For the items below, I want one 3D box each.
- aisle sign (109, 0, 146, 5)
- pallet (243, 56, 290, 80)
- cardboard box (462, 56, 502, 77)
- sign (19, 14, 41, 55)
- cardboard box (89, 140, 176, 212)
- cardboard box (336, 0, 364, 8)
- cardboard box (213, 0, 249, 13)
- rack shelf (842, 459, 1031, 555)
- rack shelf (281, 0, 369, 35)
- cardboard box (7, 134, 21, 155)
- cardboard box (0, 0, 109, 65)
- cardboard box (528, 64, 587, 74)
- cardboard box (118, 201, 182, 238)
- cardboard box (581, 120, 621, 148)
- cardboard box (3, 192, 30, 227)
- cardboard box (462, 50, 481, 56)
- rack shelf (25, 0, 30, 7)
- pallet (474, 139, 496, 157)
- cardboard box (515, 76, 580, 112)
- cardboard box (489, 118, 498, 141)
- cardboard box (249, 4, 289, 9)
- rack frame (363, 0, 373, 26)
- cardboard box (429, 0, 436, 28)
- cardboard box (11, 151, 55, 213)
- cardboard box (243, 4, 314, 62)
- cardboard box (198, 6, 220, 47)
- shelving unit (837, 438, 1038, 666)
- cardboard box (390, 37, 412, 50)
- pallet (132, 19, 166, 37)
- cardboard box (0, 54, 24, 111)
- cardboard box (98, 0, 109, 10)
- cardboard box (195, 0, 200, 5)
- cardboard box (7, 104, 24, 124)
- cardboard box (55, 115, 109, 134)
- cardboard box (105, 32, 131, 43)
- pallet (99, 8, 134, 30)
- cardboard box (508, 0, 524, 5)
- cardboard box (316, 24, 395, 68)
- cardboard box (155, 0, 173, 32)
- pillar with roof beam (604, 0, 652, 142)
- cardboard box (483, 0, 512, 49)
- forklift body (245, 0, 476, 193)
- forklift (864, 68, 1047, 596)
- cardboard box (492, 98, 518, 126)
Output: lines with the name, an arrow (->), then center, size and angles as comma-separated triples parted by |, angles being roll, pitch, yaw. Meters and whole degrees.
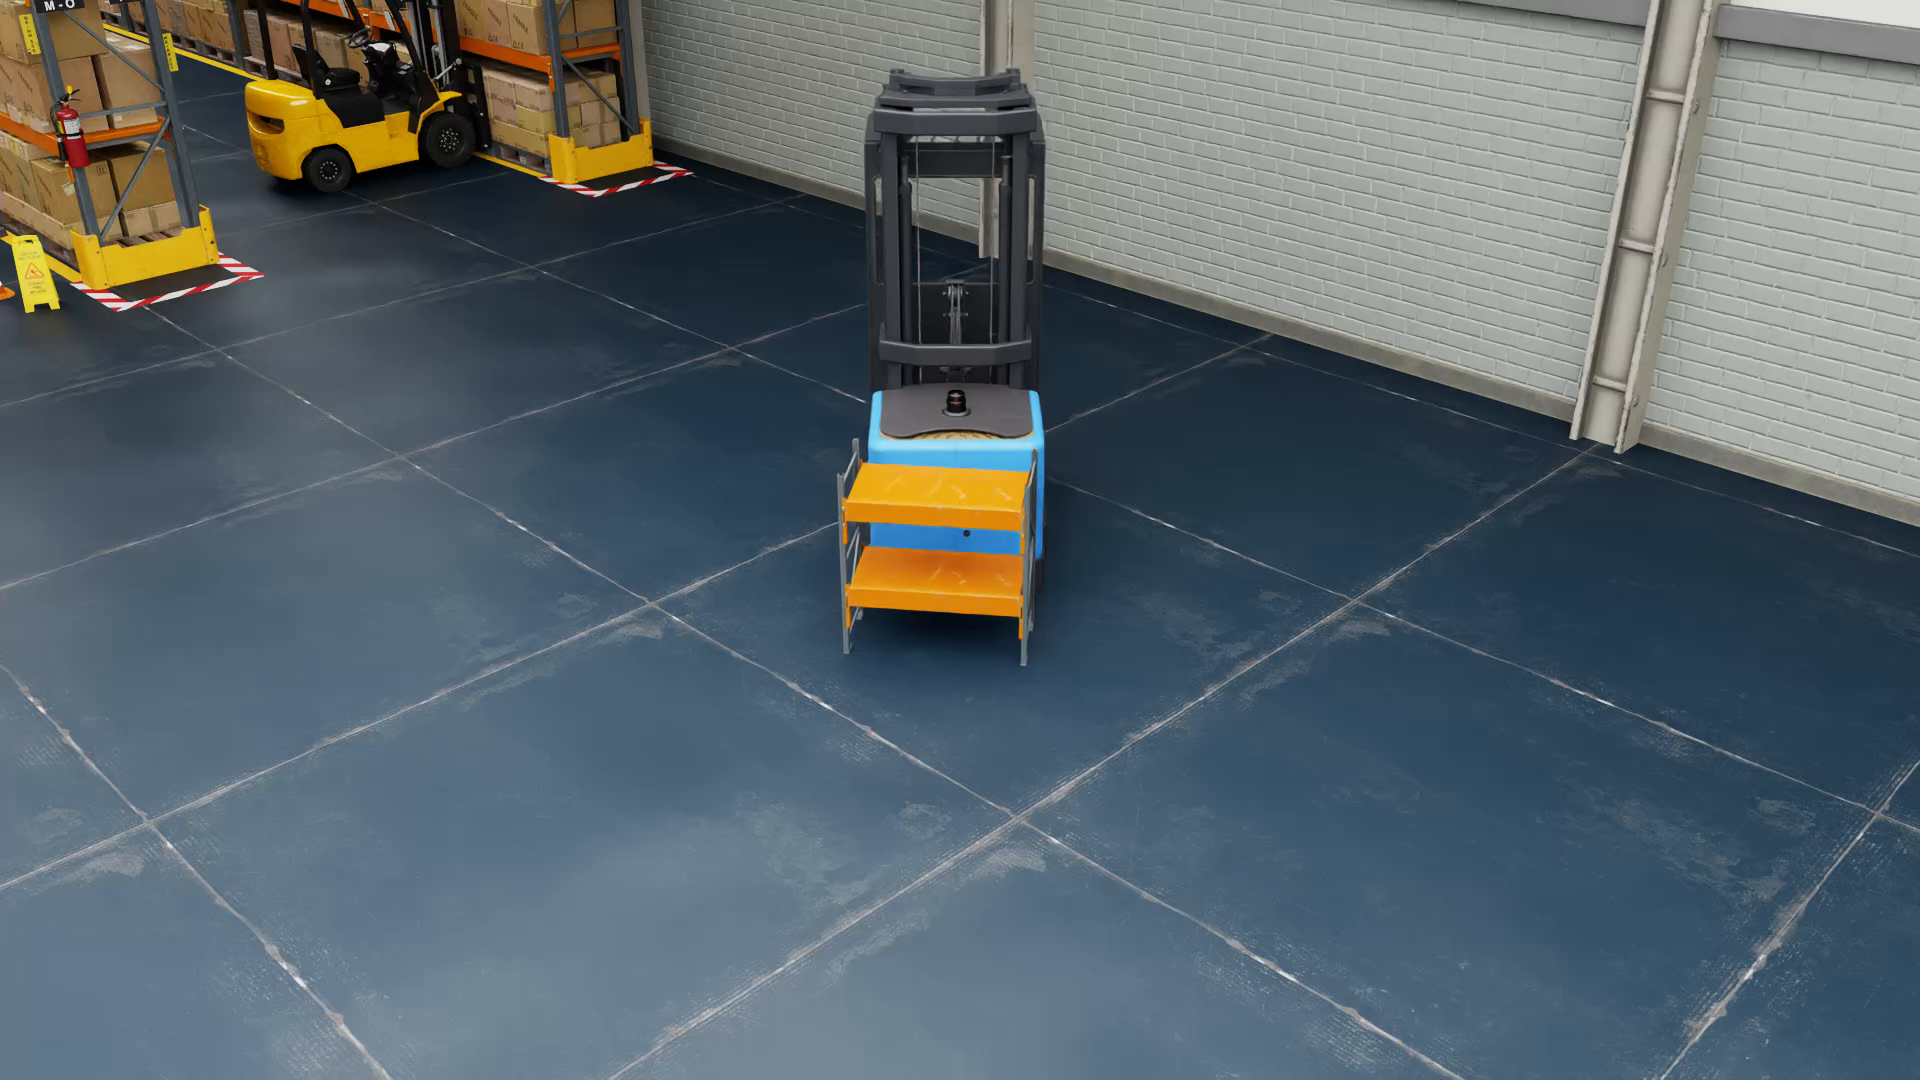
aisle sign -> -7.205, -5.035, 14.303 | 0.004, 0.787, 0.394 | 25, 36, 38
pallet -> -9.134, -6.545, 22.964 | 1.213, 0.211, 1.003 | 25, 36, 38
cardboard box -> -5.627, -5.403, 19.224 | 0.500, 0.250, 0.500 | 24, 36, 37
sign -> -7.870, -4.277, 14.070 | 0.005, 0.325, 0.100 | 25, 36, 38
cardboard box -> -7.865, -3.465, 15.808 | 0.500, 0.500, 0.500 | 23, 36, 37
cardboard box -> -7.384, -6.767, 20.551 | 0.500, 0.250, 0.500 | -24, 36, -38
cardboard box -> -10.224, -7.505, 23.330 | 0.250, 0.149, 0.380 | 23, 35, 36
rack shelf -> -0.114, -0.191, 9.268 | 1.000, 0.278, 0.538 | 3, 28, 6
rack shelf -> -8.268, -7.090, 21.777 | 4.000, 0.370, 1.077 | 25, 36, 38
cardboard box -> -8.707, -3.745, 15.644 | 0.380, 0.149, 0.250 | -25, 36, -38
cardboard box -> -7.984, -4.515, 14.605 | 0.500, 0.500, 0.700 | 24, 36, 37
cardboard box -> -4.558, -5.243, 18.921 | 0.500, 0.250, 0.500 | 25, 36, 38
cardboard box -> -7.848, -3.126, 15.968 | 0.500, 0.250, 0.500 | 24, 36, 38
cardboard box -> -4.202, -4.645, 18.857 | 0.500, 0.250, 0.500 | 25, 37, 39
cardboard box -> -8.973, -3.286, 16.273 | 0.500, 0.250, 0.500 | 23, 35, 37
cardboard box -> -5.632, -5.741, 19.867 | 0.500, 0.250, 0.500 | 25, 37, 39
rack shelf -> -8.893, -5.464, 15.461 | 4.000, 0.370, 1.077 | 25, 36, 38
pallet -> -5.430, -4.850, 19.740 | 1.213, 0.211, 1.003 | 25, 36, 38
cardboard box -> -4.536, -4.909, 18.285 | 0.500, 0.250, 0.500 | -24, 36, -38
cardboard box -> -5.244, -4.800, 19.151 | 0.500, 0.250, 0.500 | -25, 37, -39
cardboard box -> -9.798, -7.371, 23.773 | 0.500, 0.500, 0.500 | -24, 36, -37
rack frame -> -6.842, -6.756, 20.368 | 0.127, 3.000, 1.000 | 25, 36, 38
cardboard box -> -5.963, -6.239, 19.279 | 0.500, 0.500, 0.500 | 24, 36, 38
cardboard box -> -8.595, -3.447, 15.773 | 0.500, 0.500, 0.500 | -24, 36, -37
cardboard box -> -9.259, -6.988, 22.910 | 0.875, 0.625, 0.625 | -24, 36, -38
cardboard box -> -10.496, -7.374, 23.778 | 0.500, 0.500, 0.500 | 24, 36, 38
shelving unit -> -0.114, 0.069, 9.404 | 1.048, 1.125, 0.538 | 3, 28, 6
cardboard box -> -6.717, -5.905, 20.180 | 0.500, 0.250, 0.500 | 24, 36, 38
pallet -> -11.940, -7.879, 25.501 | 1.213, 0.211, 1.003 | 25, 36, 38
cardboard box -> -8.401, -4.229, 15.135 | 0.500, 0.500, 0.500 | 25, 36, 38
cardboard box -> -13.404, -8.543, 26.253 | 0.396, 0.266, 0.258 | -24, 36, -37
cardboard box -> -10.753, -7.785, 23.864 | 0.380, 0.149, 0.250 | -24, 36, -38
cardboard box -> -8.514, -3.952, 15.307 | 0.380, 0.149, 0.250 | -25, 36, -38
cardboard box -> -7.883, -3.742, 14.907 | 0.380, 0.149, 0.250 | -24, 36, -38
cardboard box -> -7.982, -4.393, 15.447 | 0.500, 0.500, 0.500 | -24, 36, -38
pallet -> -13.035, -8.356, 26.408 | 1.213, 0.211, 1.003 | 25, 36, 38
cardboard box -> -4.636, -5.876, 17.890 | 0.380, 0.149, 0.250 | -25, 36, -38
cardboard box -> -7.770, -6.313, 21.626 | 0.625, 0.625, 0.875 | 24, 36, 38
cardboard box -> -11.620, -7.878, 24.738 | 0.500, 0.500, 0.500 | 23, 36, 37
pillar with roof beam -> -6.872, -7.203, 14.774 | 0.400, 9.000, 9.100 | 25, 36, 38
cardboard box -> -4.888, -5.741, 18.330 | 0.500, 0.500, 0.500 | -24, 36, -38
forklift body -> -6.621, -5.088, 18.109 | 1.214, 2.155, 2.313 | 25, 36, 38
forklift -> -0.035, -1.595, 10.627 | 1.130, 2.935, 3.031 | 0, 28, -1
cardboard box -> -4.906, -4.863, 18.735 | 0.500, 0.250, 0.500 | 24, 36, 38
